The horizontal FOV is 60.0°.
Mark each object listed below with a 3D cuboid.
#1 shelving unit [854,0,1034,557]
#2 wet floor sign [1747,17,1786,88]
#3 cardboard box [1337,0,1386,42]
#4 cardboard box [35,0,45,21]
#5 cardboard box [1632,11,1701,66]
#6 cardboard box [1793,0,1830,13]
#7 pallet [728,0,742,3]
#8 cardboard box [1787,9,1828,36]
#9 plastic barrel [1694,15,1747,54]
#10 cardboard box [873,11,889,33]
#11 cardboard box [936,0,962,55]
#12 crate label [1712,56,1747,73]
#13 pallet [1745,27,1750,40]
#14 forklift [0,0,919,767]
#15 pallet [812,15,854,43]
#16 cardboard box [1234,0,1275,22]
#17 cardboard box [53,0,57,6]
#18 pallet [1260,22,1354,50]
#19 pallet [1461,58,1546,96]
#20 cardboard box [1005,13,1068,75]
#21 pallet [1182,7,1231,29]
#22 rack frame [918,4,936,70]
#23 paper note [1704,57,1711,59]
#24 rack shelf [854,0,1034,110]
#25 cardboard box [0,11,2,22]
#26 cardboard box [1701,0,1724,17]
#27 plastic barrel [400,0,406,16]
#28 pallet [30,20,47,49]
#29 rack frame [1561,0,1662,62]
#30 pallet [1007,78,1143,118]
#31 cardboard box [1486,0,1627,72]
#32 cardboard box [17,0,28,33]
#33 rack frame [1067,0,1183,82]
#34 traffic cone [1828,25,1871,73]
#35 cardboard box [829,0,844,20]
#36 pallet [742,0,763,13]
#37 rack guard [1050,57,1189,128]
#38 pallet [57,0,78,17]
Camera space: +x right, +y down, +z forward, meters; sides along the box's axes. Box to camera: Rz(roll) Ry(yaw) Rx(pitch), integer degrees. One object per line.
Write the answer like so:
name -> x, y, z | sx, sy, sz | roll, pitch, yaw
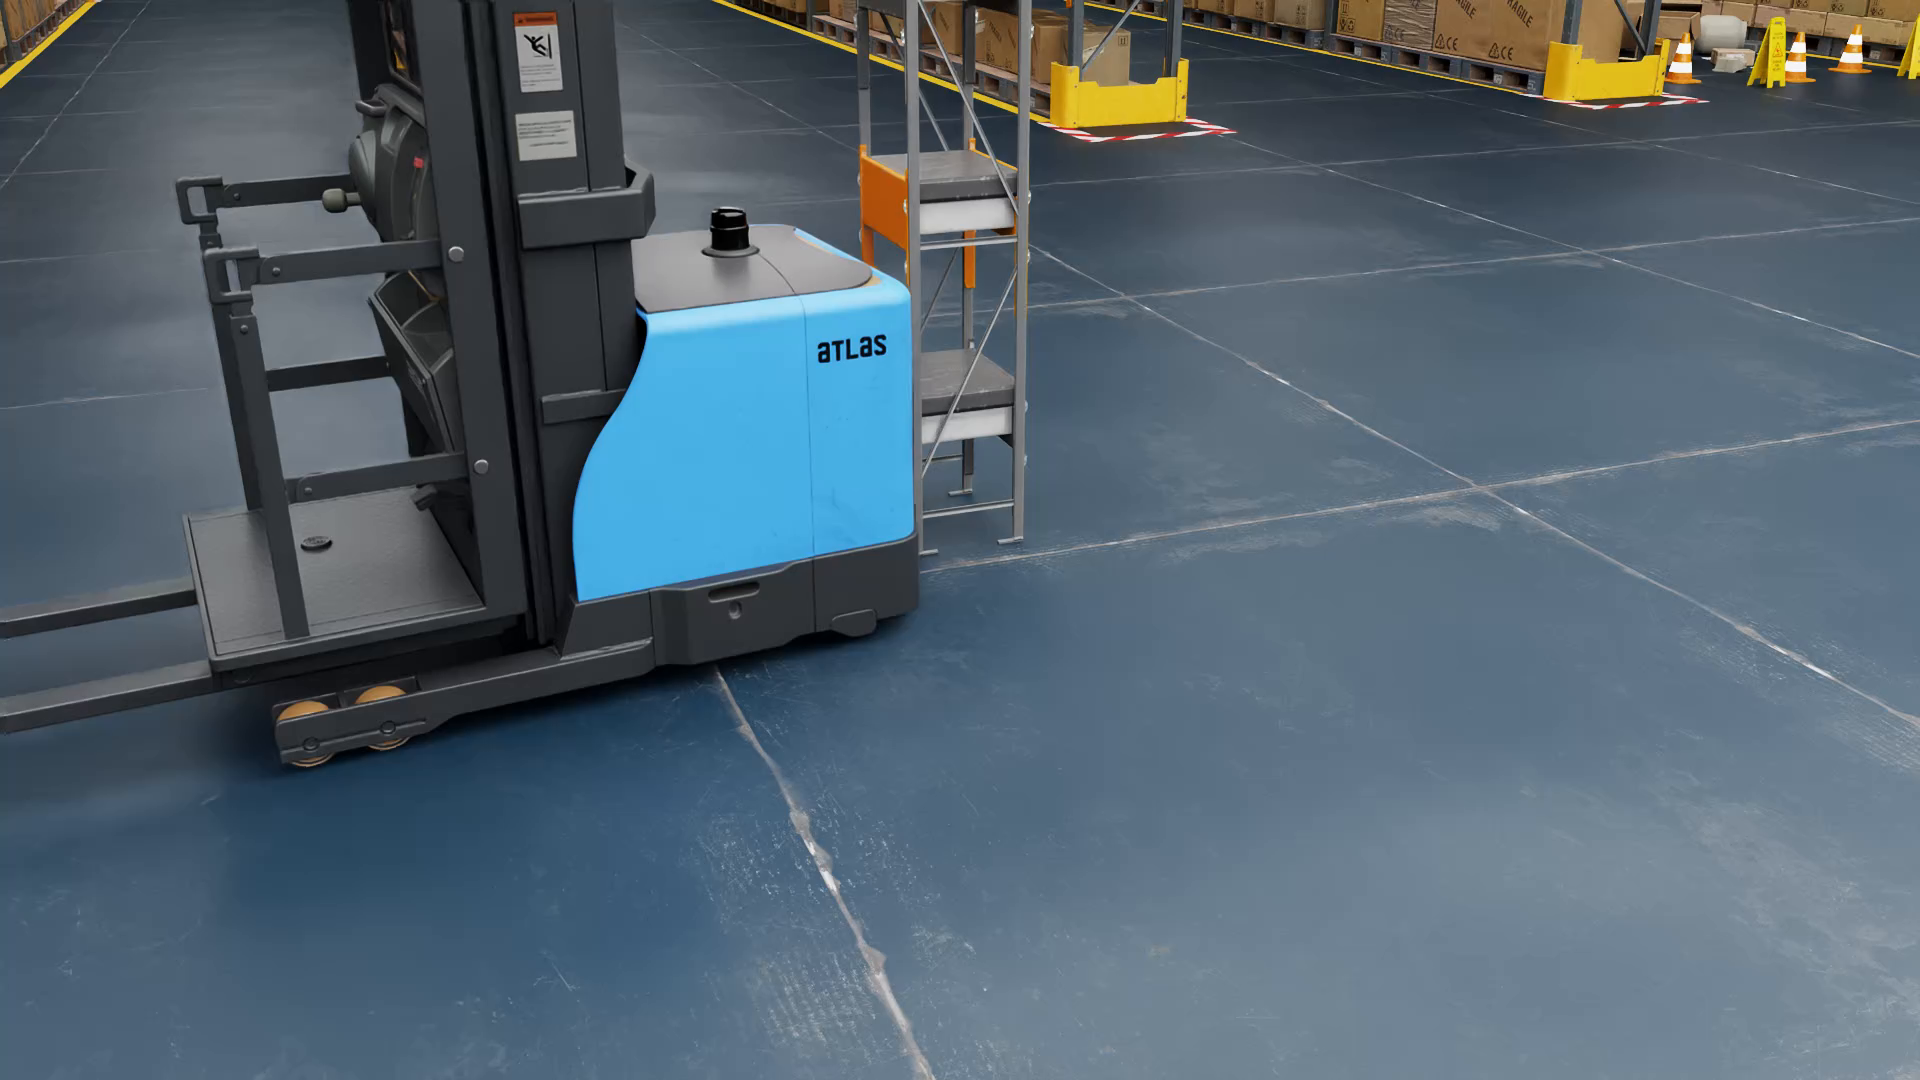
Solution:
shelving unit -> -0.058, -1.028, 5.485 | 0.431, 2.100, 0.503 | -8, 24, -19
wet floor sign -> 7.922, -4.763, 16.220 | 0.267, 0.644, 0.232 | -13, 26, -28
cardboard box -> 4.803, -6.016, 18.357 | 0.875, 0.875, 0.875 | -8, 24, -18
cardboard box -> -11.339, -6.493, 19.945 | 0.500, 0.500, 0.500 | -8, 24, -18
cardboard box -> 7.665, -5.443, 18.016 | 0.637, 0.503, 0.797 | 12, 26, 27
cardboard box -> 9.768, -6.203, 18.640 | 0.500, 0.500, 0.500 | -9, 24, -20
pallet -> -3.051, -8.305, 25.183 | 1.003, 0.211, 1.213 | -8, 24, -19
cardboard box -> 9.751, -5.864, 18.801 | 0.500, 0.250, 0.500 | -9, 25, -21
plastic barrel -> 8.508, -5.658, 18.629 | 0.512, 0.421, 0.421 | 8, 24, 18
cardboard box -> -0.576, -6.052, 18.899 | 0.700, 0.500, 0.500 | -11, 25, -24
cardboard box -> 0.074, -5.287, 17.110 | 0.500, 0.500, 0.500 | -9, 25, -21
crate label -> 8.041, -4.964, 17.351 | 0.298, 0.136, 0.250 | 18, 29, 36
pallet -> 9.511, -6.232, 20.264 | 1.003, 0.211, 1.213 | -8, 24, -19
forklift -> -1.677, -0.992, 4.331 | 3.031, 2.935, 1.130 | -11, 25, -25
pallet -> -1.168, -6.281, 20.379 | 1.003, 0.211, 1.213 | -8, 24, -19
cardboard box -> 4.005, -6.761, 20.285 | 1.050, 0.750, 0.750 | -8, 24, -19
cardboard box -> -12.071, -7.091, 21.608 | 0.500, 0.311, 0.500 | -8, 24, -19
pallet -> 4.303, -6.025, 19.773 | 1.003, 0.211, 1.213 | -8, 24, -19
pallet -> 5.703, -4.581, 16.348 | 1.003, 0.211, 1.213 | -8, 24, -19
cardboard box -> 0.732, -4.656, 15.613 | 0.500, 0.500, 0.500 | -6, 24, -14
pallet -> 3.441, -6.912, 21.877 | 1.003, 0.211, 1.213 | -8, 24, -19
rack frame -> -0.030, -6.396, 17.064 | 1.000, 3.000, 0.127 | -8, 24, -19
paper note -> 8.298, -5.329, 18.368 | 0.148, 0.019, 0.142 | 0, 23, -1
rack shelf -> -0.058, -1.660, 5.218 | 0.431, 0.518, 0.480 | -8, 24, -19
cardboard box -> -10.296, -5.520, 17.262 | 0.500, 0.311, 0.500 | -8, 24, -18
cardboard box -> 9.197, -6.431, 20.145 | 0.500, 0.250, 0.500 | -10, 25, -21
plastic barrel -> -6.664, -6.838, 20.676 | 0.600, 0.588, 0.708 | -8, 24, -19
pallet -> -11.367, -5.926, 19.538 | 1.003, 0.211, 1.213 | -8, 24, -19
rack frame -> 6.059, -5.587, 15.143 | 1.000, 3.000, 0.127 | -8, 24, -19
pallet -> 1.102, -3.985, 14.934 | 1.003, 0.211, 1.213 | -8, 24, -19
cardboard box -> 5.758, -5.038, 16.037 | 0.875, 0.875, 0.875 | -8, 24, -19
cardboard box -> -10.796, -5.937, 18.625 | 0.500, 0.500, 0.500 | -9, 25, -21
rack frame -> 1.383, -4.943, 13.615 | 1.000, 3.000, 0.127 | -8, 24, -19
traffic cone -> 9.295, -5.113, 17.285 | 0.336, 0.463, 0.334 | -8, 24, -19
cardboard box -> -1.188, -6.660, 20.341 | 0.700, 0.500, 0.500 | -10, 25, -22
pallet -> -2.513, -7.748, 23.861 | 1.003, 0.211, 1.213 | -8, 24, -19
rack guard -> 1.356, -3.819, 14.166 | 1.175, 0.500, 0.348 | -8, 24, -19
pallet -> -12.801, -7.354, 22.926 | 1.003, 0.211, 1.213 | -8, 24, -19
